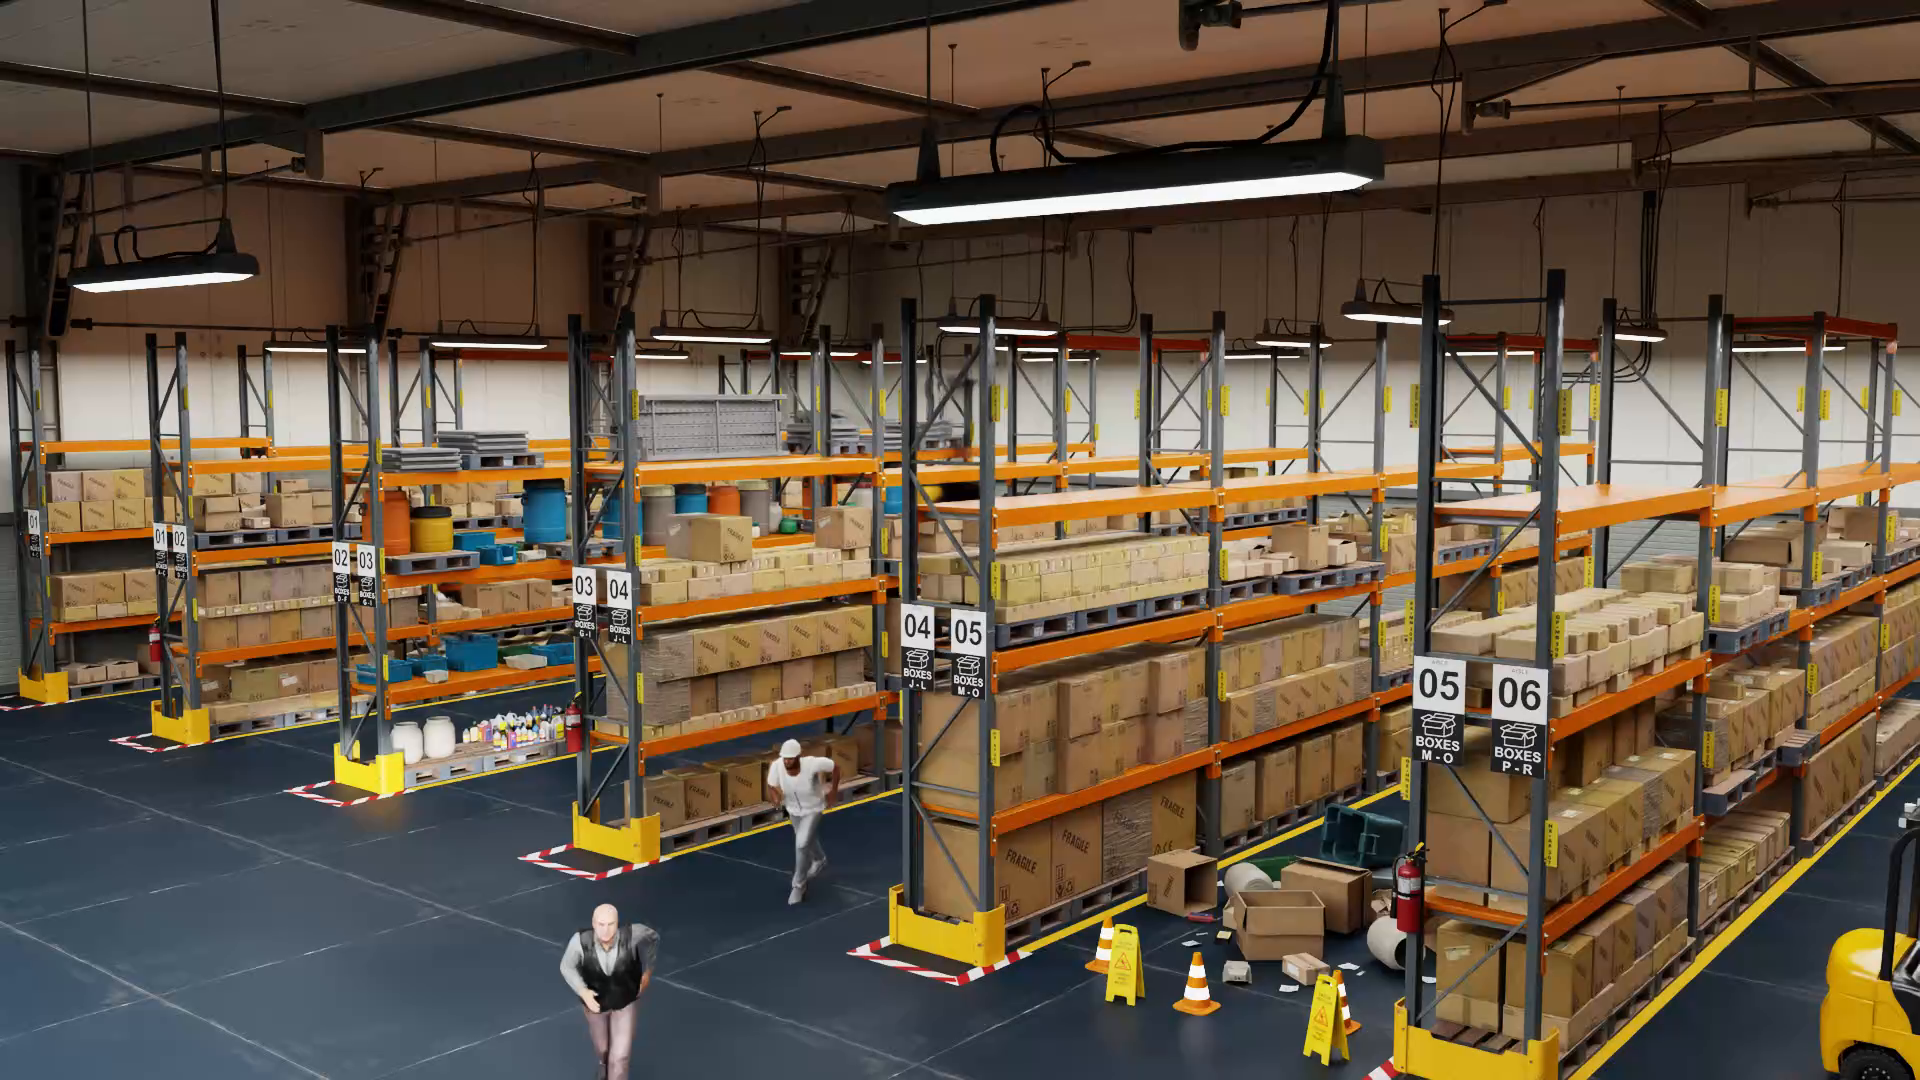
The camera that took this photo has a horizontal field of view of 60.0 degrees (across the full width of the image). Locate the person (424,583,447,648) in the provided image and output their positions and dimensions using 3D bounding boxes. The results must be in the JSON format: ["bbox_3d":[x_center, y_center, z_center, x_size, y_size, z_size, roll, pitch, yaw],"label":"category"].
[{"bbox_3d":[-9.854,1.532,31.257,0.605,1.668,0.566,3,6,32],"label":"person"}]

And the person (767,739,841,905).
[{"bbox_3d":[-1.573,2.826,17.069,0.747,1.717,1.045,2,5,17],"label":"person"}]

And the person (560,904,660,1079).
[{"bbox_3d":[-2.485,3.303,11.831,0.697,1.682,1.009,-1,5,-14],"label":"person"}]
